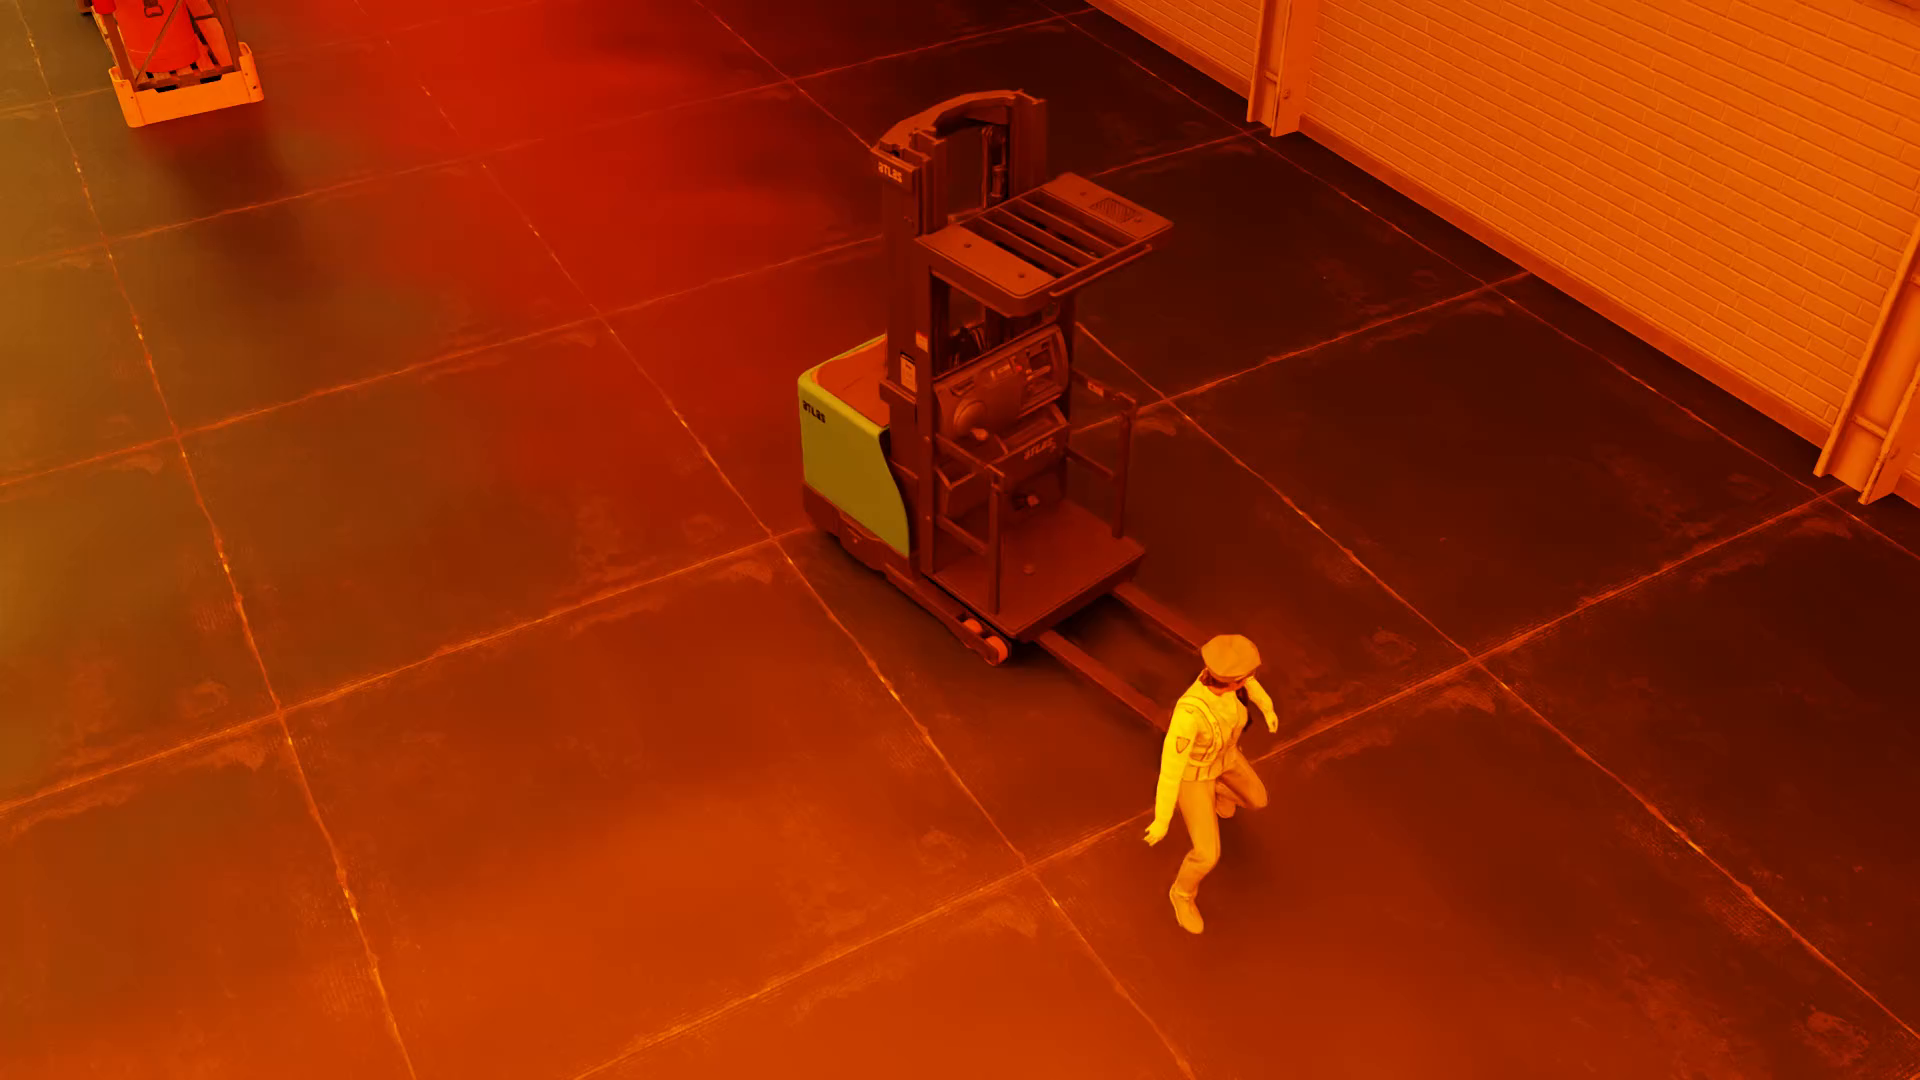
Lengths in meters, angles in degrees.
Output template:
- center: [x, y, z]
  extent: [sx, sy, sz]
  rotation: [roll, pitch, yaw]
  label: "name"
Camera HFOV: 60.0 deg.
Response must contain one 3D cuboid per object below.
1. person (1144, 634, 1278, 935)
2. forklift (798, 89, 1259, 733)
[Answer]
- center: [1.172, 1.076, 7.849]
  extent: [0.537, 1.562, 0.948]
  rotation: [32, 49, 32]
  label: "person"
- center: [0.379, -0.785, 8.983]
  extent: [1.130, 2.935, 3.031]
  rotation: [-30, 48, -31]
  label: "forklift"
